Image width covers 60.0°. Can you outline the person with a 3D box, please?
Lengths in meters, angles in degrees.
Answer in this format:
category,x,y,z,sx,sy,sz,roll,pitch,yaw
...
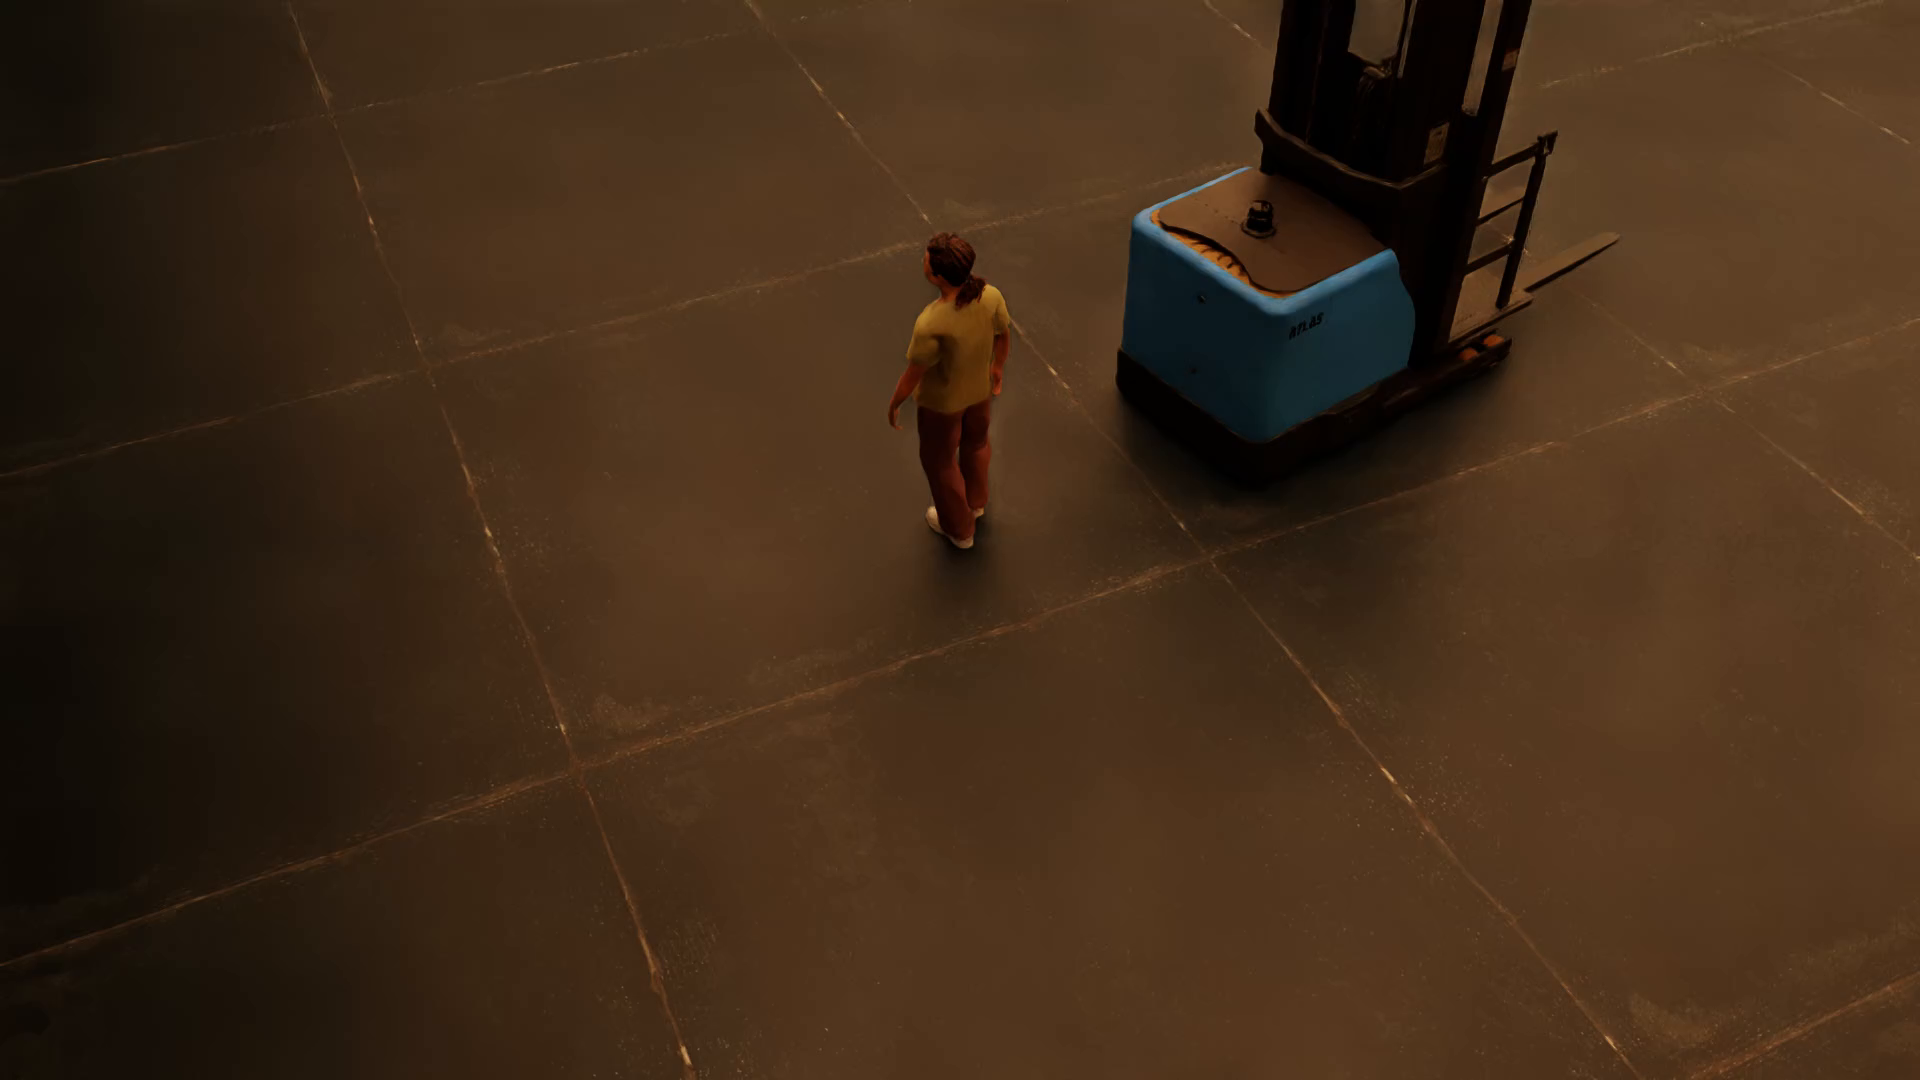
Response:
category,x,y,z,sx,sy,sz,roll,pitch,yaw
person,-0.068,-0.664,7.318,0.597,1.669,0.485,-30,51,-28

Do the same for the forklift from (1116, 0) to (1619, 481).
category,x,y,z,sx,sy,sz,roll,pitch,yaw
forklift,2.290,-2.178,8.013,3.031,2.935,1.130,-27,49,-26
